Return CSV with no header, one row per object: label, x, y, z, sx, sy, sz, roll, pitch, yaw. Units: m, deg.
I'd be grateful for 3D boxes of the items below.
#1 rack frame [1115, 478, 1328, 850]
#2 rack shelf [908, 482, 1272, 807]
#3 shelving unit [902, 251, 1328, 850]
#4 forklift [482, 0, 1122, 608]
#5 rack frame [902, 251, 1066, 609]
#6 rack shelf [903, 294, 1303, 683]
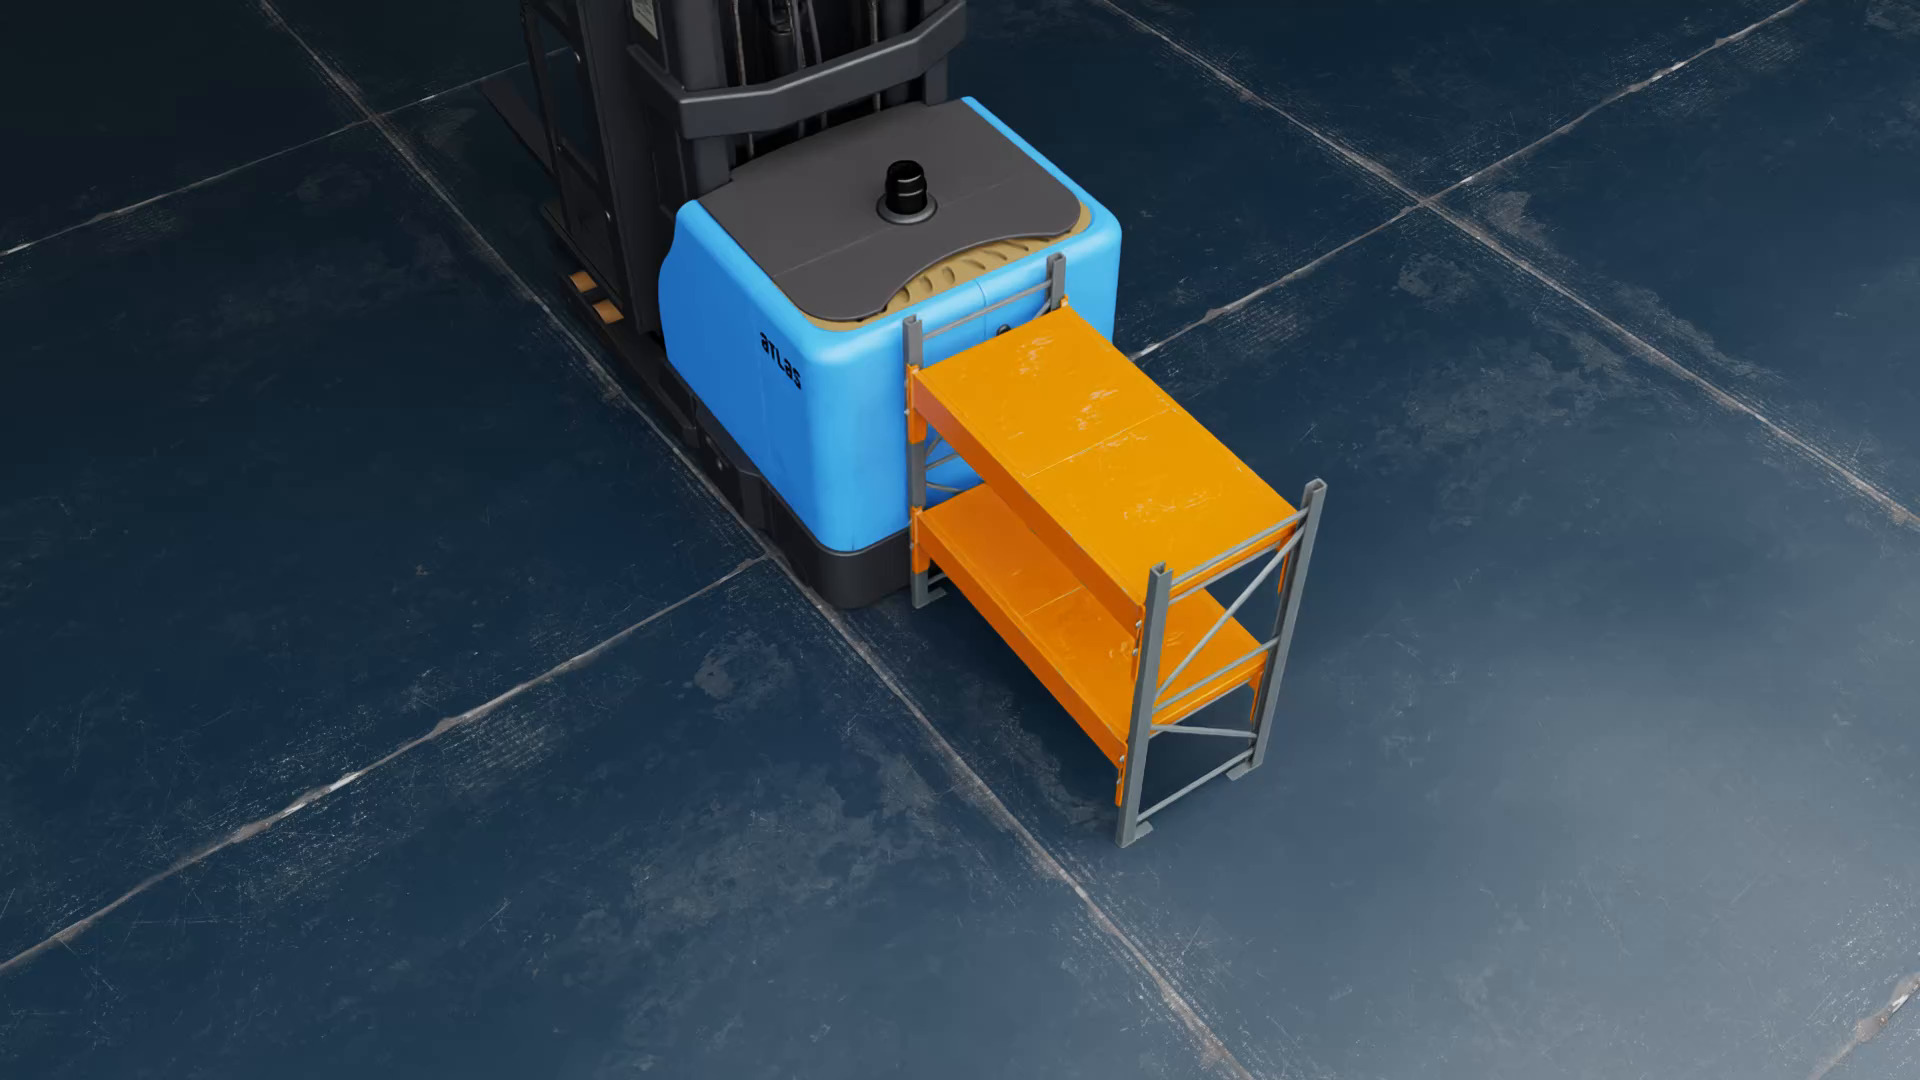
rack frame,0.635,0.346,4.177,0.500,1.125,0.032,-27,53,-22
rack shelf,0.351,0.198,4.642,0.538,0.278,1.000,-27,53,-22
shelving unit,0.351,0.033,4.461,0.538,1.125,1.048,-27,53,-22
forklift,-0.771,-1.848,4.947,1.130,2.935,3.031,-27,53,-22
rack frame,0.067,-0.279,4.744,0.500,1.125,0.032,-27,53,-22
rack shelf,0.351,-0.163,4.244,0.538,0.278,1.000,-27,53,-22
